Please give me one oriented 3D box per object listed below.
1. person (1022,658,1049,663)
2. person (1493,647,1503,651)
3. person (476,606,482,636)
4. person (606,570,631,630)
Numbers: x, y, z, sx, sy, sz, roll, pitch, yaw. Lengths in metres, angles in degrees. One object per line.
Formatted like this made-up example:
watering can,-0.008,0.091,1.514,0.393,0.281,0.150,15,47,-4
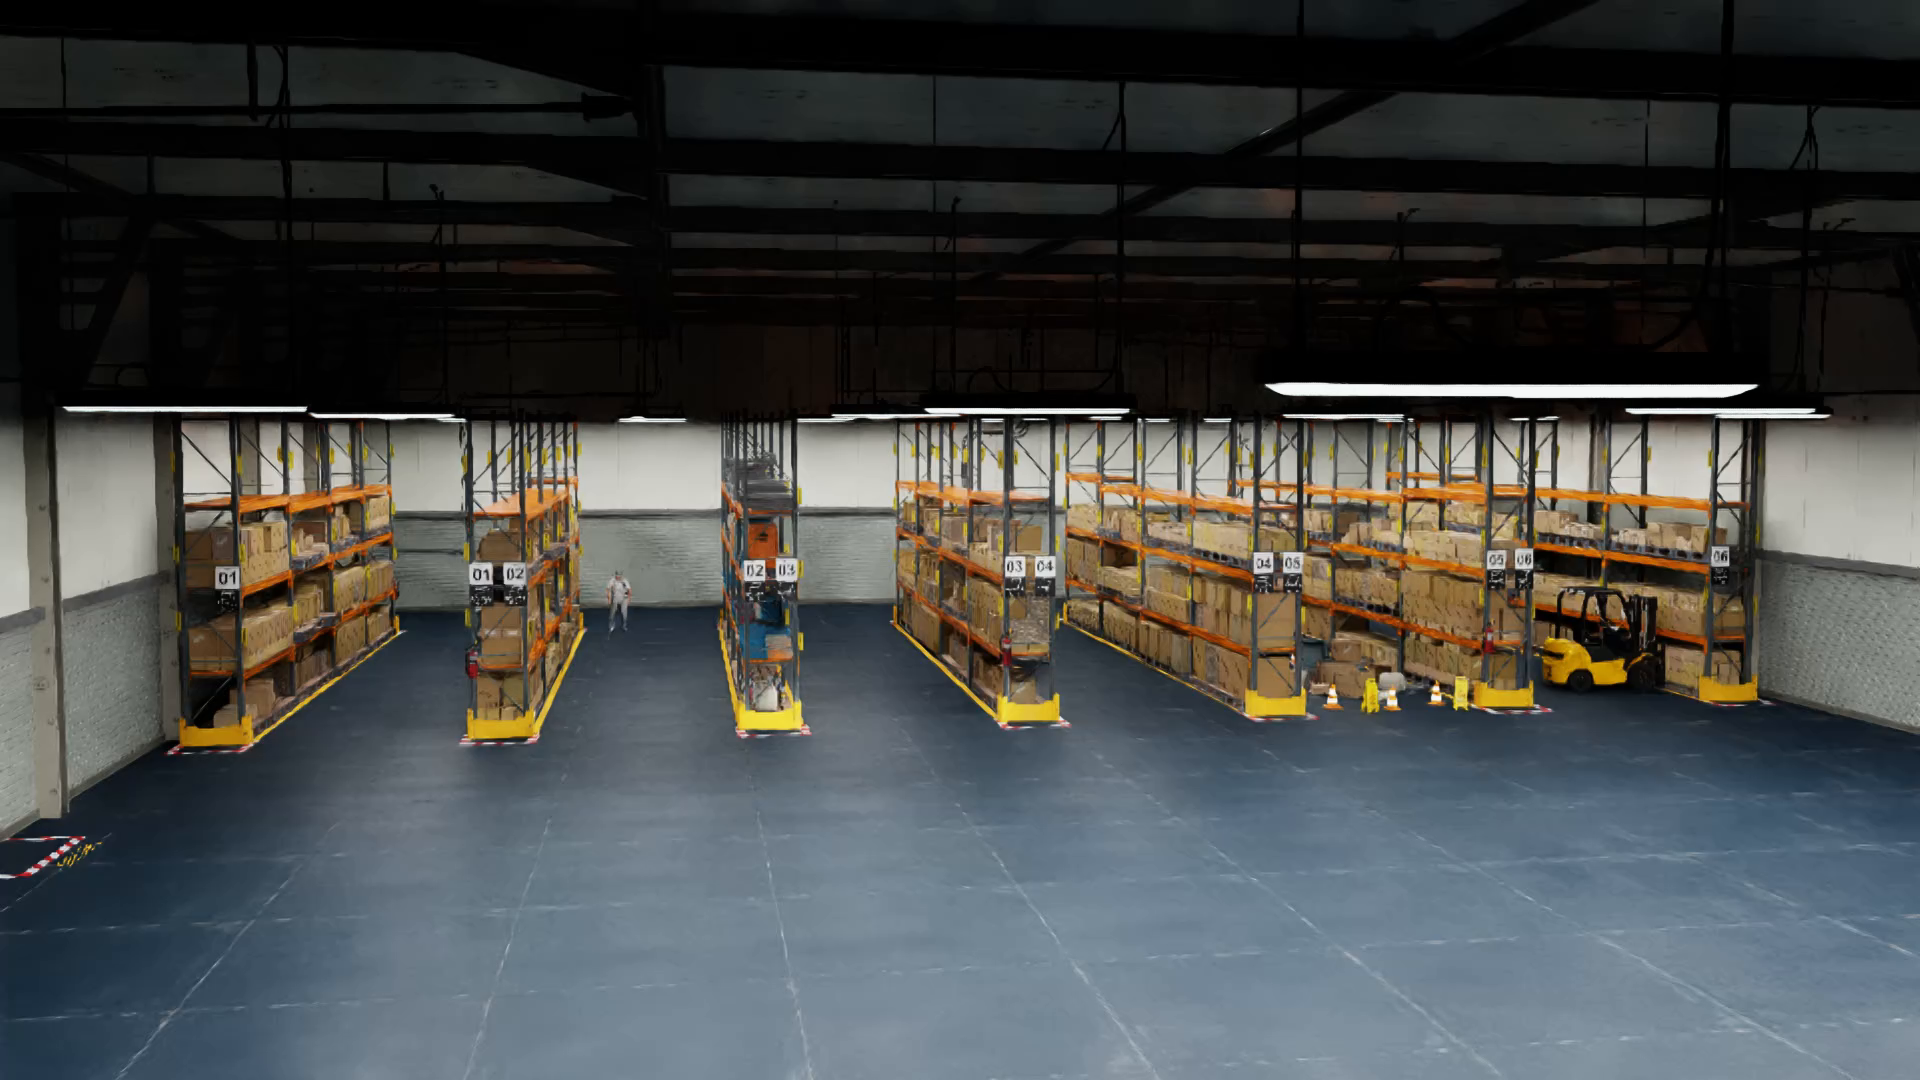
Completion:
person,1.755,2.096,39.879,0.536,1.659,1.036,-1,4,-17
person,12.725,2.114,39.658,0.544,1.665,0.524,1,4,19
person,-12.788,1.831,44.292,0.497,1.583,1.080,-1,4,-7
person,-9.467,1.655,46.142,0.682,1.715,0.528,-1,4,-14
